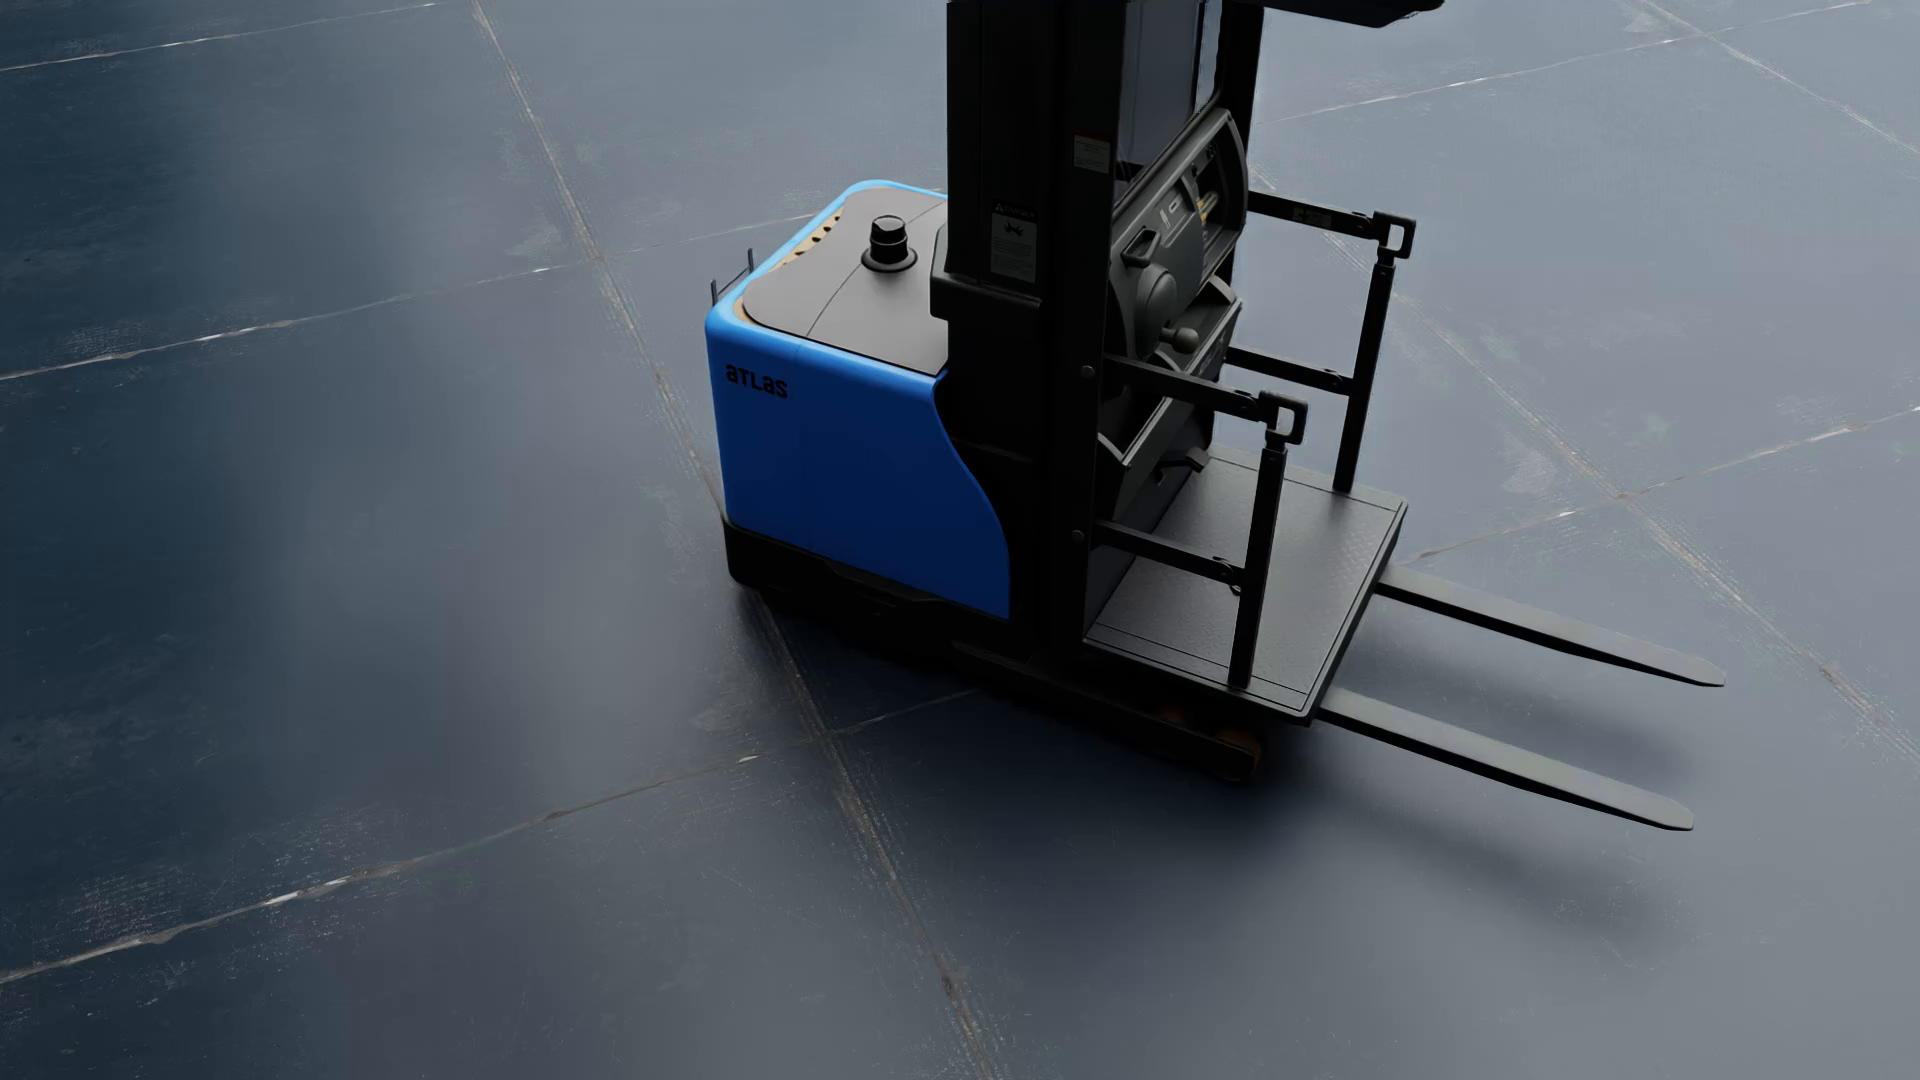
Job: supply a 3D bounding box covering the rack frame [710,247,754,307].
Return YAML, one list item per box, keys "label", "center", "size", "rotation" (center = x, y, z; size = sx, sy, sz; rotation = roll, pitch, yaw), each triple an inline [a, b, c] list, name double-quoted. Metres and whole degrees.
- label: "rack frame"
  center: [-0.744, -0.556, 5.706]
  size: [0.006, 0.900, 0.240]
  rotation: [18, 44, 20]

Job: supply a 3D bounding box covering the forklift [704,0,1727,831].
- label: "forklift"
  center: [0.780, -0.798, 4.430]
  size: [3.031, 2.935, 1.130]
  rotation: [18, 44, 20]

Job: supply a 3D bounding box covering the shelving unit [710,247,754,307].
- label: "shelving unit"
  center: [-0.653, -0.526, 5.671]
  size: [0.210, 0.900, 0.258]
  rotation: [18, 44, 20]
